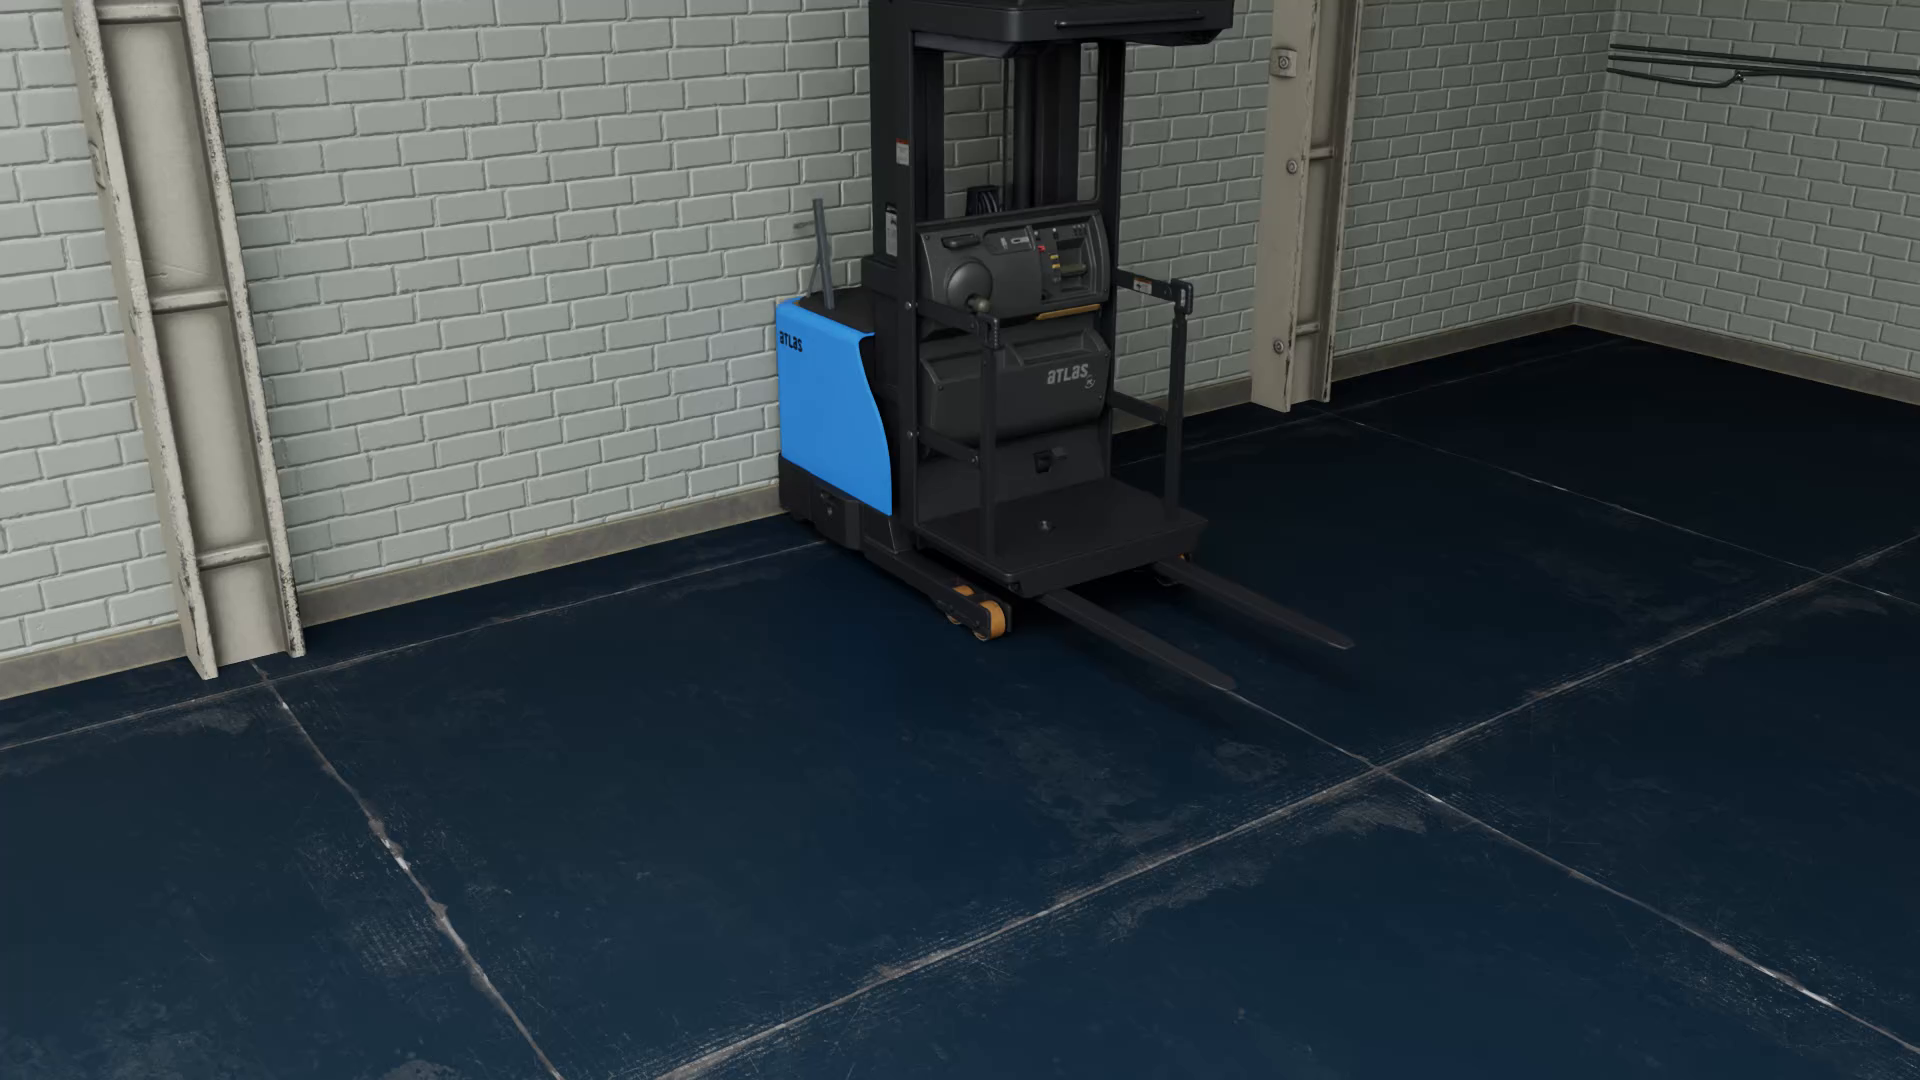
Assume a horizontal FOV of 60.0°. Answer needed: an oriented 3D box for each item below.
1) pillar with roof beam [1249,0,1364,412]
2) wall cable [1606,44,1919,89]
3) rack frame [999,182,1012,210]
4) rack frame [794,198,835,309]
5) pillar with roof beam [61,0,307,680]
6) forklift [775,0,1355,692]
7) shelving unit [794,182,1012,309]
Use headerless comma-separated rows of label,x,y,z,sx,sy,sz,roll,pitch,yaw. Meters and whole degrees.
pillar with roof beam,4.490,-3.723,5.084,0.400,9.000,9.100,-15,26,-33
wall cable,5.139,-3.816,9.507,0.112,2.526,3.097,-15,26,-33
rack frame,0.187,-1.020,8.373,0.032,1.500,0.500,-12,12,-29
rack frame,-0.686,-0.840,7.883,0.032,1.500,0.500,-12,12,-29
pillar with roof beam,-0.381,-2.424,1.830,0.400,9.000,9.100,-15,26,-33
forklift,0.365,-1.147,6.817,1.130,2.935,3.031,-14,26,-32
shelving unit,-0.257,-0.928,8.124,1.083,1.500,0.587,-12,12,-29
